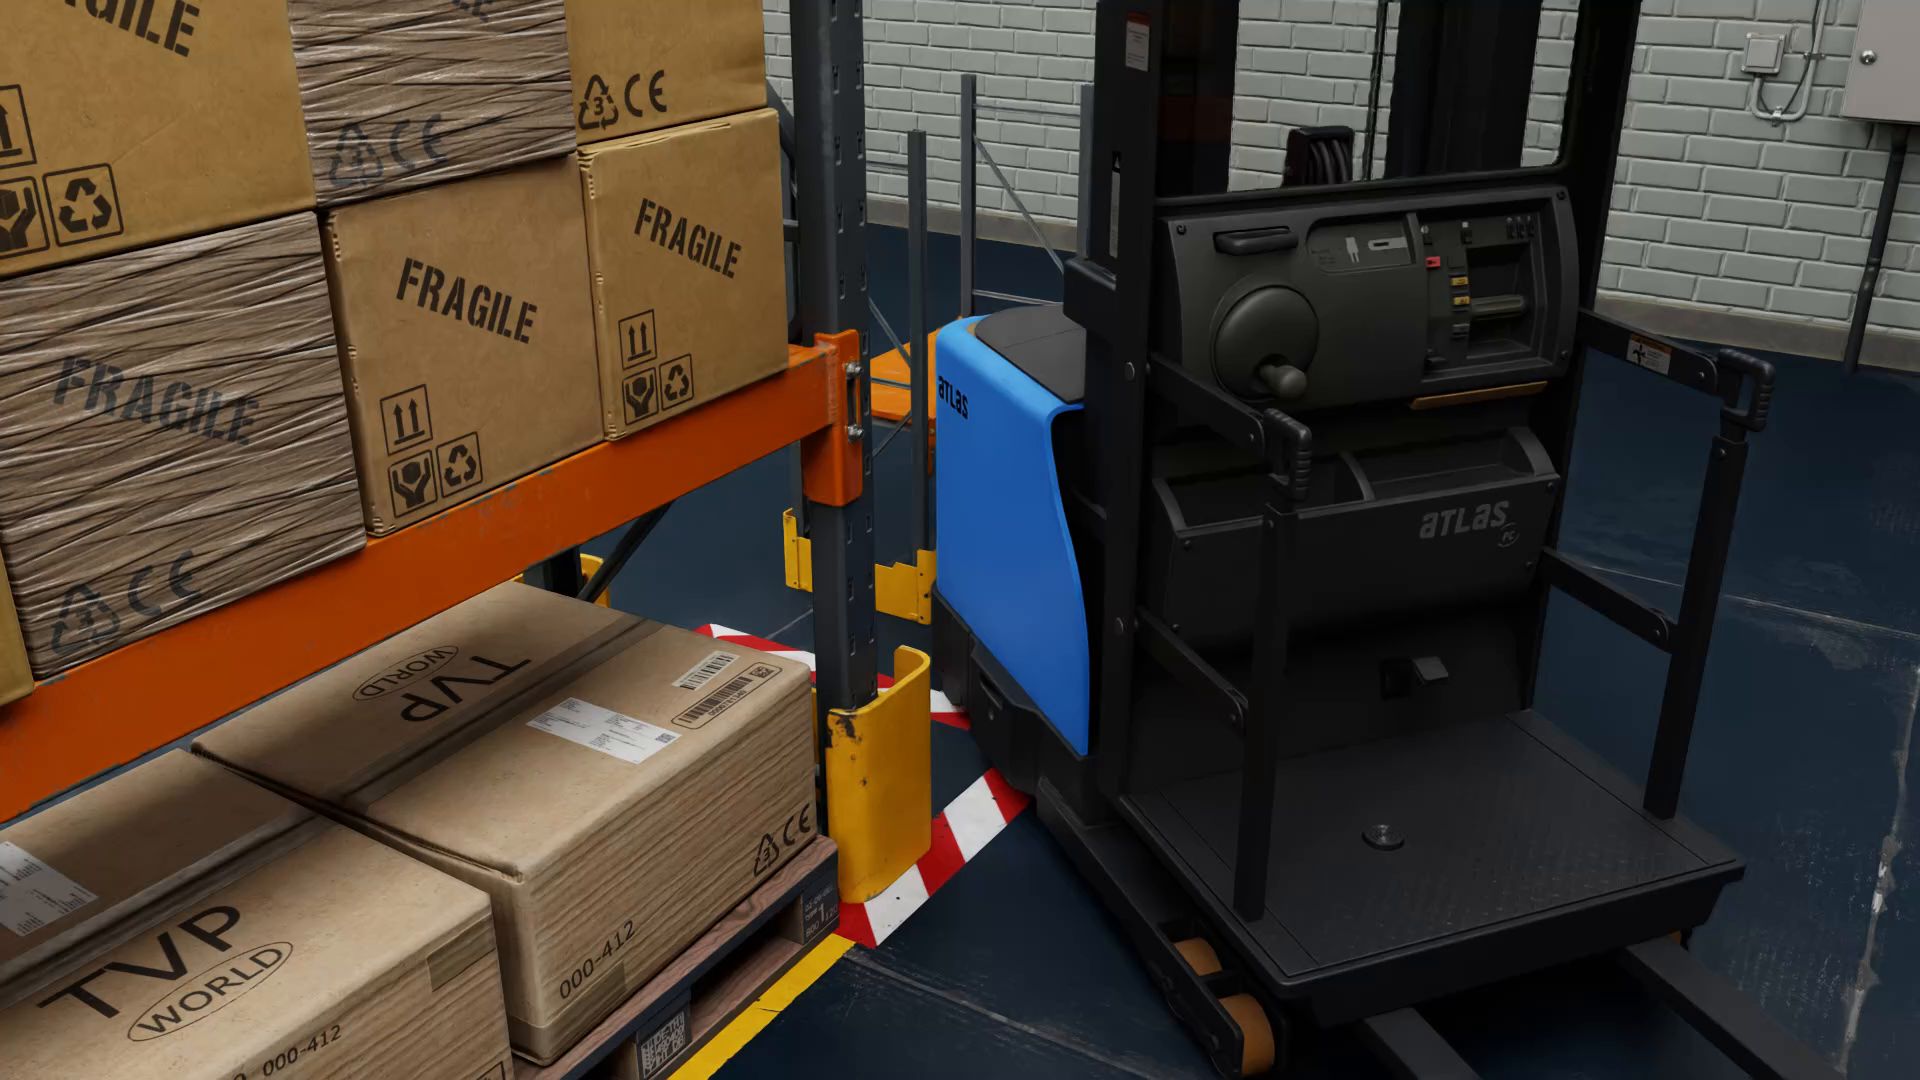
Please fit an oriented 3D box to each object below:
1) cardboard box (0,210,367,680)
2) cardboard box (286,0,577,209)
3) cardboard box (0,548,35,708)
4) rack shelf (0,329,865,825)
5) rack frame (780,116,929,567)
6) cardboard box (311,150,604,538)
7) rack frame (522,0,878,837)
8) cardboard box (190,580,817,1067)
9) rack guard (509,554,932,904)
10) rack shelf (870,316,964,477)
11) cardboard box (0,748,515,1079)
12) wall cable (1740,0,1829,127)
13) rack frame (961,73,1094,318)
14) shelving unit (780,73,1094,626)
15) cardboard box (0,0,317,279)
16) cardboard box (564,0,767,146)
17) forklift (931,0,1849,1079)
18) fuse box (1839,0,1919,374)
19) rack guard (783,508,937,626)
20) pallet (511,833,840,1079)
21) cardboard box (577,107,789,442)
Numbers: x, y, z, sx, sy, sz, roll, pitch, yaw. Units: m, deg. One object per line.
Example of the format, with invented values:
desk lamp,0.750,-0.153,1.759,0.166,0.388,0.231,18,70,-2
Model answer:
cardboard box,-1.214,-0.189,2.285,0.500,0.500,0.500,15,27,30
cardboard box,-0.946,-0.813,2.467,0.500,0.500,0.500,14,27,29
cardboard box,-1.475,-0.012,1.876,0.500,0.500,0.500,15,27,30
rack shelf,-1.699,0.302,2.182,1.077,0.370,4.000,14,27,29
rack frame,-0.313,-0.488,4.989,0.500,1.500,0.032,14,27,29
cardboard box,-0.951,-0.365,2.691,0.500,0.500,0.500,13,27,28
rack frame,-0.644,-0.703,3.599,1.000,3.000,0.127,14,27,29
cardboard box,-0.907,0.524,3.461,0.875,0.438,0.875,13,27,27
rack guard,-0.631,0.436,4.114,1.175,0.500,0.348,14,27,29
rack shelf,-0.045,-0.494,5.457,0.538,0.185,1.000,14,27,29
cardboard box,-1.383,0.834,2.744,0.875,0.438,0.875,15,27,30
wall cable,3.522,-2.784,7.127,0.588,1.984,0.122,14,27,29
rack frame,0.223,-0.831,5.782,0.500,1.500,0.032,14,27,29
shelving unit,-0.040,-0.663,5.393,0.587,1.500,1.083,14,27,29
cardboard box,-1.210,-0.647,2.083,0.500,0.500,0.500,14,27,29
cardboard box,-0.696,-0.995,2.889,0.500,0.500,0.500,15,28,31
forklift,0.918,-0.466,3.138,1.130,2.935,3.031,-9,25,-19
fuse box,4.019,-1.531,7.132,0.539,1.711,0.414,14,27,29
rack guard,-0.303,0.079,5.253,0.587,0.250,0.087,14,27,29
pallet,-0.999,0.863,3.491,1.003,0.211,1.213,14,27,29
cardboard box,-0.673,-0.531,3.075,0.500,0.500,0.500,14,27,29
